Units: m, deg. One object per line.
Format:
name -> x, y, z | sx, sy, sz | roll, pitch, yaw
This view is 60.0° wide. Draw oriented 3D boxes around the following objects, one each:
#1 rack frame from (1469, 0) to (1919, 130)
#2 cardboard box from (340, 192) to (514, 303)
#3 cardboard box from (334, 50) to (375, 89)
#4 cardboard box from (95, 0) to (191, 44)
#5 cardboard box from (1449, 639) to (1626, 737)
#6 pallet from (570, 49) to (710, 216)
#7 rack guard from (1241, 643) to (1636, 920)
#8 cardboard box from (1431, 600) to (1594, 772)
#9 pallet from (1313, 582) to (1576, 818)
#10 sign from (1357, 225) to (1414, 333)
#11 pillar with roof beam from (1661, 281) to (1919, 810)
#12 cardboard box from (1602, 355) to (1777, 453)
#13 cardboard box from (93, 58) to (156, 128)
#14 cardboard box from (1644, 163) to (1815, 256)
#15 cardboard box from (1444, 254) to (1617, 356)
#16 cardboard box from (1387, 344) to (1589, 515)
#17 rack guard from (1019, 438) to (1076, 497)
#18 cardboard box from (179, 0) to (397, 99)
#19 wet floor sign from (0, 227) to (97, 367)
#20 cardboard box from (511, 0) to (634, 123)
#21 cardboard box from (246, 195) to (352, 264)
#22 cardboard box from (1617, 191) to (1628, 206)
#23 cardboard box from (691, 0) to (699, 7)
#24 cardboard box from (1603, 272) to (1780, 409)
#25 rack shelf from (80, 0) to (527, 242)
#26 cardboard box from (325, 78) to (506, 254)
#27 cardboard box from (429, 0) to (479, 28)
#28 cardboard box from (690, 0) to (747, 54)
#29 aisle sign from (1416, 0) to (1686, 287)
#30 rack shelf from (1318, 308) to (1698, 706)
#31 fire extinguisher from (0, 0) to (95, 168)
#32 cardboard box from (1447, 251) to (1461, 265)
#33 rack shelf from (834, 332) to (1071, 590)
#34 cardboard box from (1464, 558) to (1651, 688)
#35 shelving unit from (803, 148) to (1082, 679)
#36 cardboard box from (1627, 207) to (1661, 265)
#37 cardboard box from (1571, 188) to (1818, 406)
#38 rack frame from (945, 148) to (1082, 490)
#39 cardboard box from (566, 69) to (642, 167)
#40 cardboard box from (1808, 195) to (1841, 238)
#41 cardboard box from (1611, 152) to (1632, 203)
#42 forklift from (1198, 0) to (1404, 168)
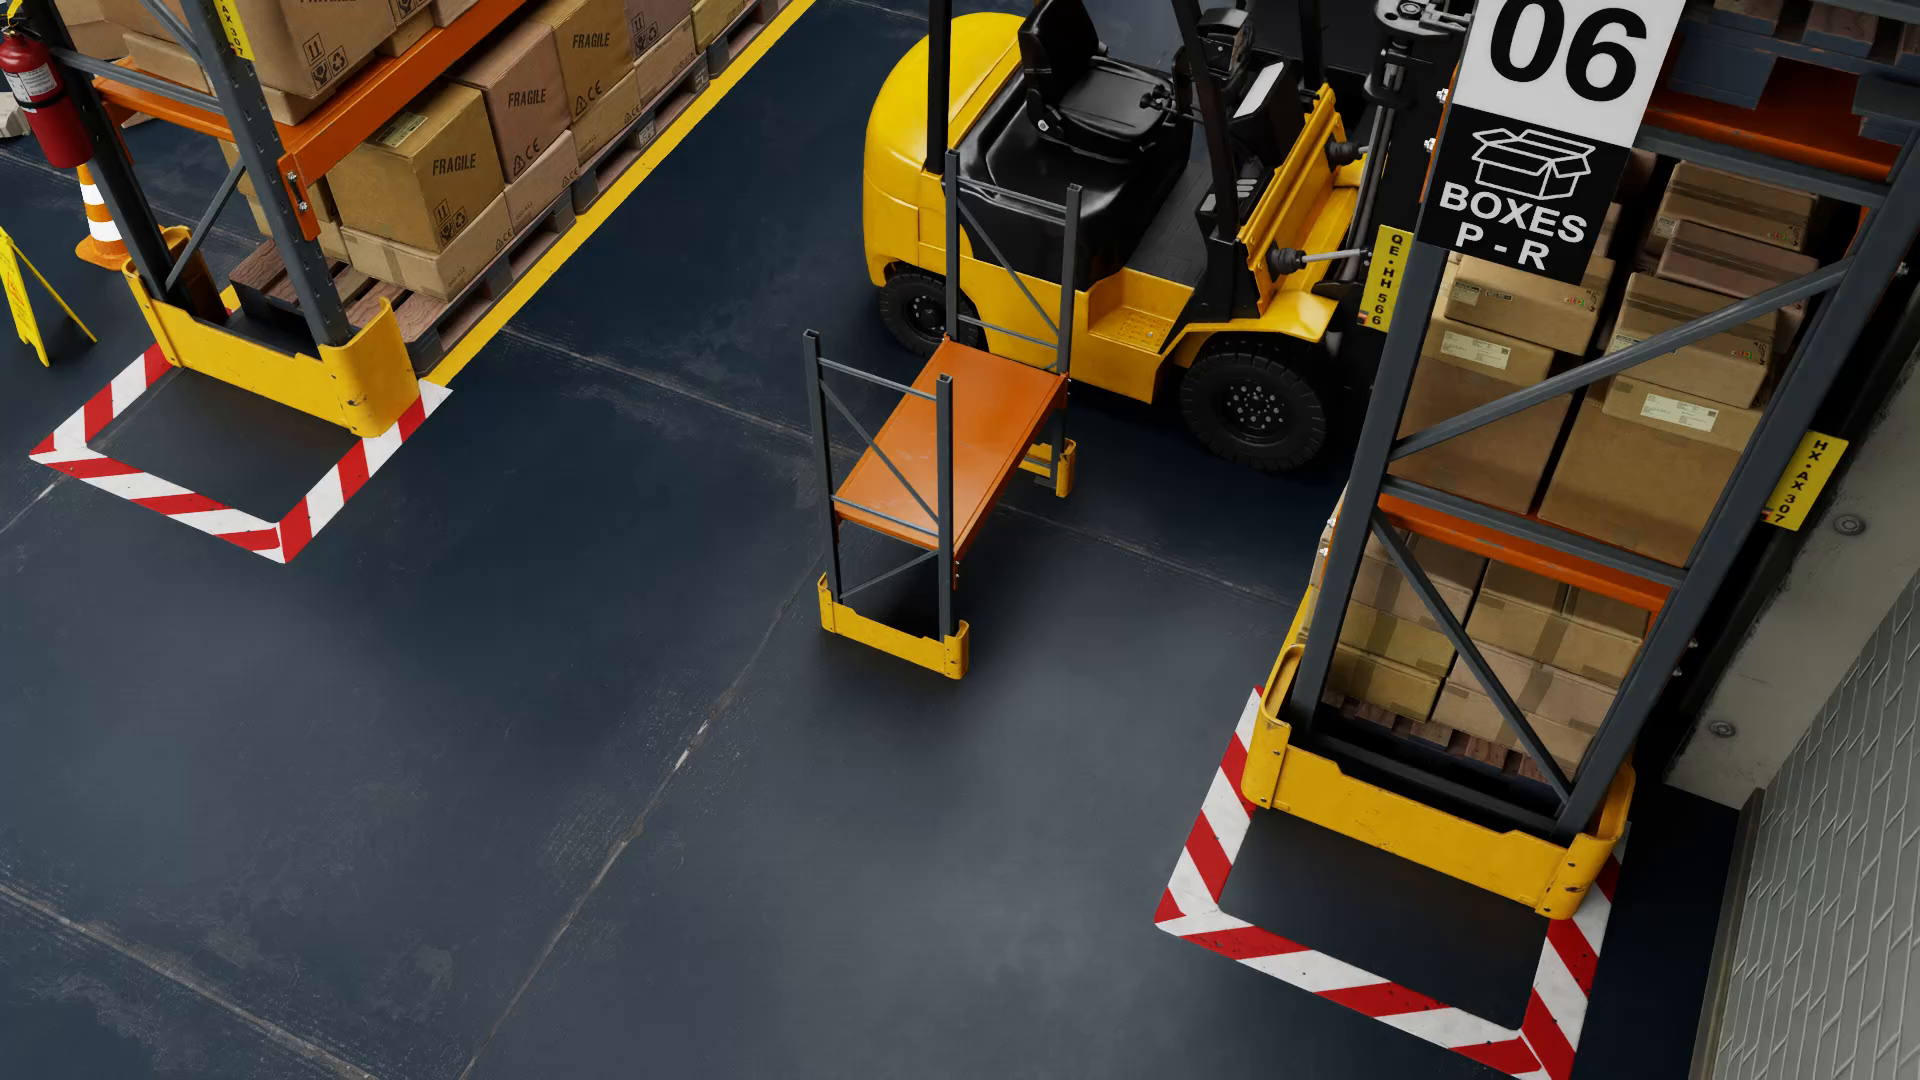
rack frame -> 1.574, -1.968, 2.331 | 1.000, 3.000, 0.127 | 20, 52, 16
cardboard box -> -2.321, -1.347, 7.271 | 0.500, 0.250, 0.500 | 19, 52, 16
cardboard box -> -2.488, -1.900, 6.377 | 0.380, 0.149, 0.250 | 21, 53, 17
cardboard box -> -2.933, -2.228, 6.231 | 0.500, 0.500, 0.500 | 19, 52, 15
cardboard box -> 1.963, 0.313, 5.531 | 0.500, 0.250, 0.500 | 21, 53, 17
pallet -> -1.981, -2.170, 8.273 | 1.003, 0.211, 1.213 | 20, 52, 16
rack guard -> 1.564, 0.803, 5.554 | 1.175, 0.500, 0.348 | 20, 52, 16
cardboard box -> 1.961, 0.457, 5.737 | 0.500, 0.250, 0.500 | 20, 52, 16
pallet -> 1.863, 0.340, 6.137 | 1.003, 0.211, 1.213 | 20, 52, 16
sign -> 1.090, -0.662, 4.243 | 0.100, 0.325, 0.005 | 20, 52, 16
pillar with roof beam -> -1.206, -3.555, 3.681 | 9.100, 9.000, 0.400 | 20, 52, 16
cardboard box -> 1.954, -0.415, 4.457 | 0.380, 0.149, 0.250 | 19, 52, 15
cardboard box -> -4.182, -2.272, 8.400 | 0.250, 0.149, 0.380 | -28, 55, -22
cardboard box -> 2.153, -0.880, 4.658 | 0.380, 0.149, 0.250 | 21, 53, 17
cardboard box -> 1.537, -0.678, 4.485 | 0.380, 0.149, 0.250 | 20, 52, 16
cardboard box -> 1.547, -0.480, 4.939 | 0.500, 0.500, 0.500 | 19, 52, 15
rack guard -> 0.180, -0.371, 6.717 | 0.587, 0.250, 0.087 | 20, 52, 16
cardboard box -> -2.462, -2.001, 6.037 | 0.500, 0.500, 0.500 | 19, 52, 16
wet floor sign -> -3.964, -1.090, 7.069 | 0.232, 0.644, 0.267 | -37, 59, -27
cardboard box -> -1.870, -2.310, 7.599 | 0.500, 0.500, 0.500 | 21, 53, 17
cardboard box -> -2.803, -1.542, 7.437 | 0.500, 0.250, 0.500 | 20, 52, 16
cardboard box -> 1.834, -1.108, 5.046 | 0.380, 0.149, 0.250 | 19, 52, 16
cardboard box -> -1.432, -3.033, 8.214 | 0.500, 0.500, 0.500 | 21, 53, 17
cardboard box -> 1.911, -0.524, 4.355 | 0.380, 0.149, 0.250 | 19, 52, 15
rack shelf -> -2.061, -2.780, 7.434 | 1.077, 0.370, 4.000 | 20, 52, 16
cardboard box -> -2.311, -1.606, 7.000 | 0.500, 0.500, 0.500 | 18, 52, 15
cardboard box -> -2.151, -2.216, 6.646 | 0.380, 0.149, 0.250 | 21, 53, 17
cardboard box -> -1.434, -2.771, 8.483 | 0.500, 0.250, 0.500 | 19, 52, 15
aisle sign -> 1.281, -0.916, 3.668 | 0.394, 0.787, 0.004 | 20, 52, 16
rack shelf -> 2.429, -1.168, 6.062 | 1.077, 0.370, 4.000 | 20, 52, 16
fire extinguisher -> -3.381, -1.682, 6.078 | 0.296, 0.674, 0.183 | 20, 52, 16
cardboard box -> 1.551, -0.782, 4.769 | 0.380, 0.149, 0.250 | 21, 53, 17
rack shelf -> -0.036, -0.311, 6.081 | 0.538, 0.185, 1.000 | 20, 52, 16
cardboard box -> 1.951, 0.138, 5.351 | 0.500, 0.250, 0.500 | 19, 52, 16
shelving unit -> -0.033, -0.434, 5.949 | 0.587, 1.500, 1.083 | 20, 52, 16
cardboard box -> 2.116, -0.779, 4.766 | 0.380, 0.149, 0.250 | 19, 52, 15
cardboard box -> 2.239, -0.673, 5.102 | 0.500, 0.500, 0.500 | 21, 53, 17
rack frame -> 0.181, -0.777, 6.242 | 0.500, 1.500, 0.032 | 20, 52, 16
cardboard box -> -1.874, -2.075, 7.891 | 0.500, 0.250, 0.500 | 23, 53, 18
cardboard box -> 2.456, -1.092, 5.033 | 0.380, 0.149, 0.250 | 20, 53, 16
cardboard box -> 1.701, -1.047, 4.799 | 0.380, 0.149, 0.250 | 21, 53, 17
forklift -> 1.950, -3.348, 7.490 | 1.130, 2.935, 3.031 | 18, 52, 15
